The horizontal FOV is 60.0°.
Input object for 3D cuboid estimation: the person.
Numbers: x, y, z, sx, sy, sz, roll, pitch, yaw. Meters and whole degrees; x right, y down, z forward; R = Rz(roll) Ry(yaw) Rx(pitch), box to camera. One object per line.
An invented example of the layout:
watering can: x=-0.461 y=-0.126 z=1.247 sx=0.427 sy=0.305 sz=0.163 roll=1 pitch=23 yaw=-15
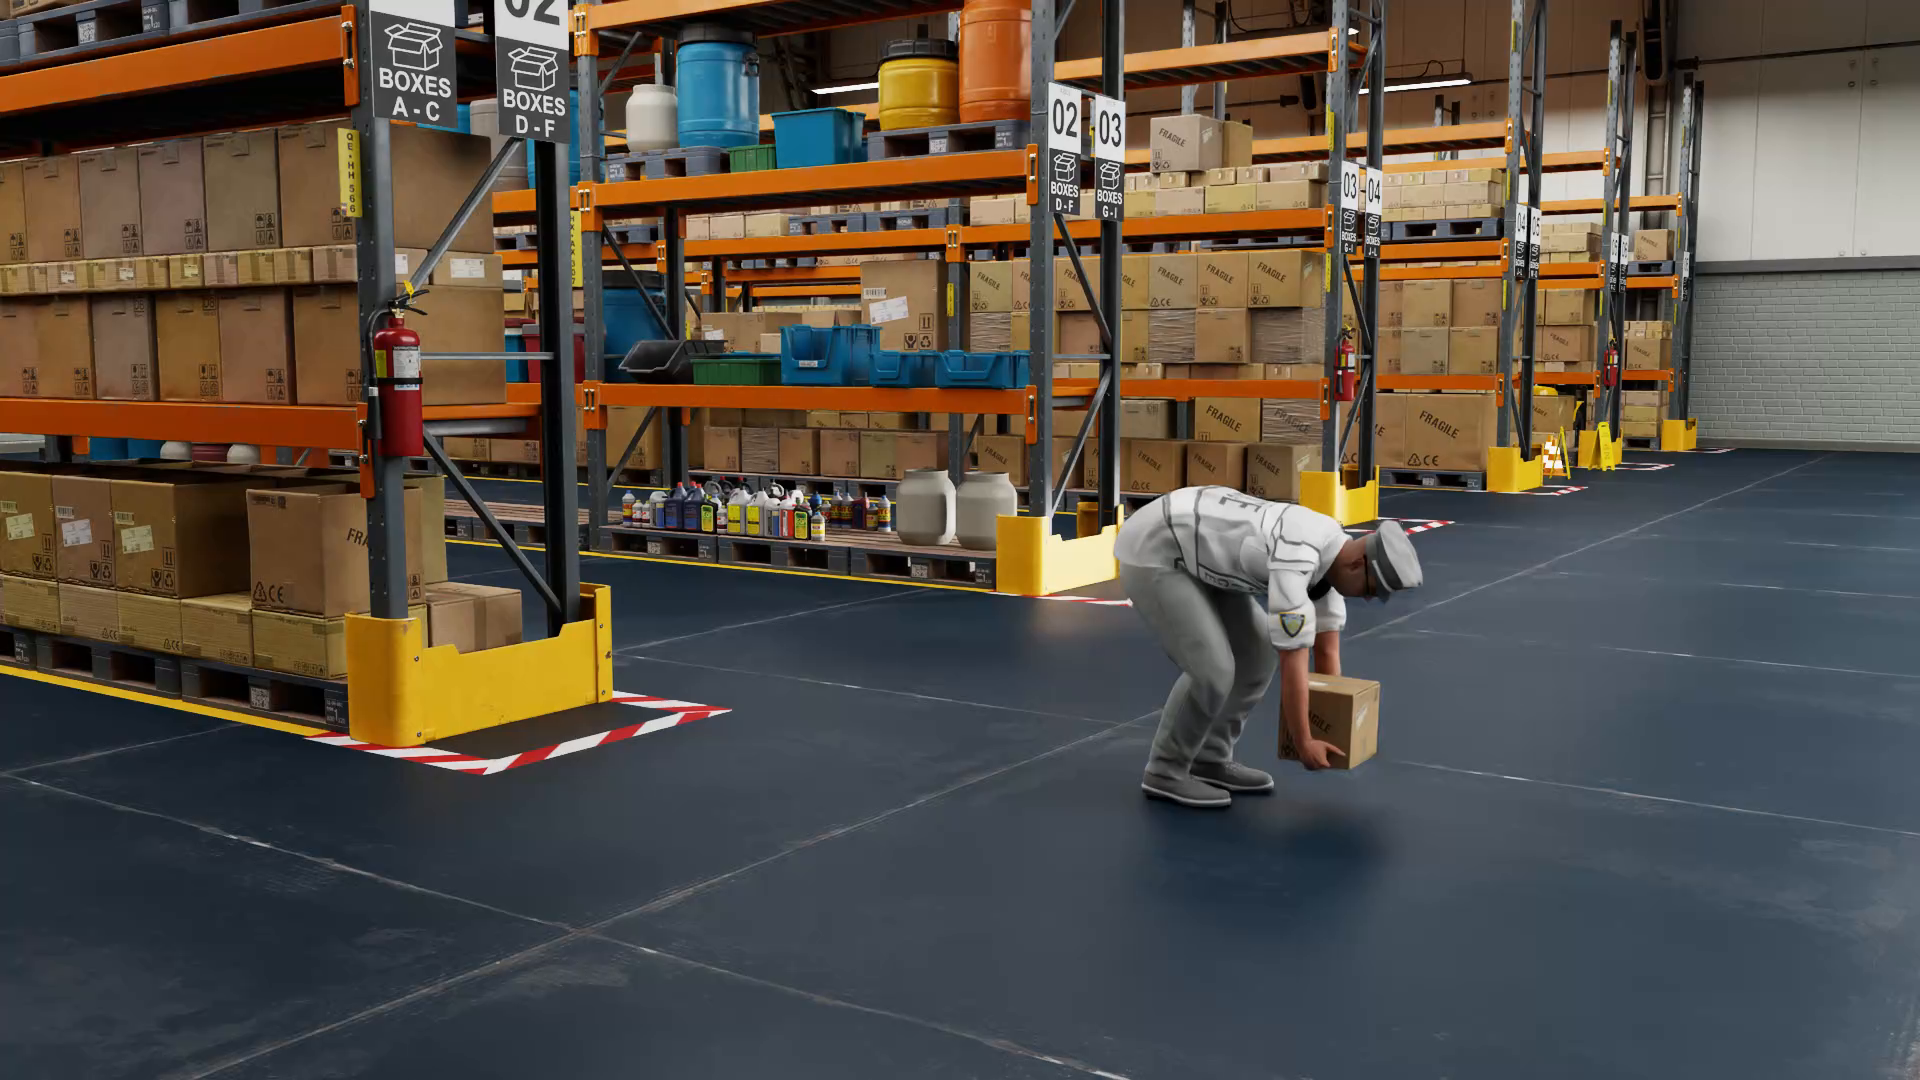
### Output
person: x=1.023 y=0.360 z=5.603 sx=1.041 sy=1.070 sz=0.501 roll=4 pitch=7 yaw=31
